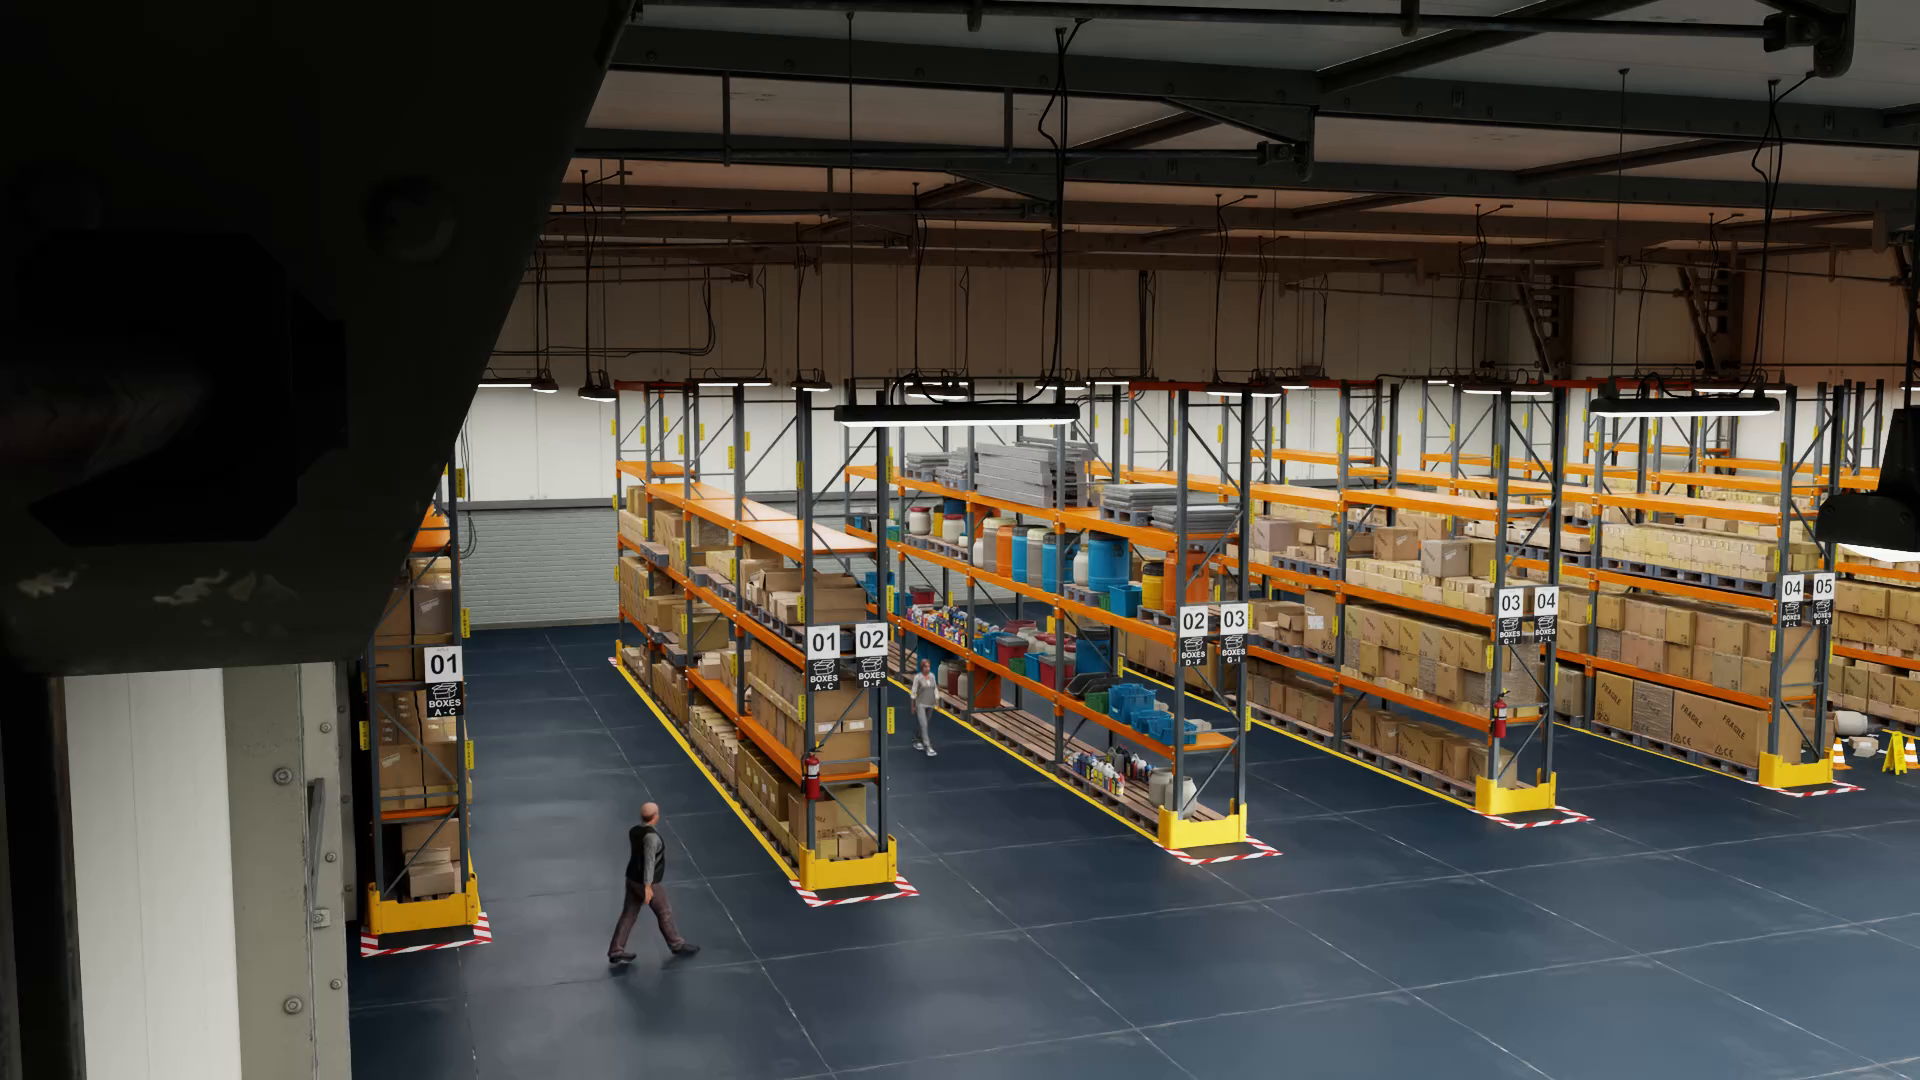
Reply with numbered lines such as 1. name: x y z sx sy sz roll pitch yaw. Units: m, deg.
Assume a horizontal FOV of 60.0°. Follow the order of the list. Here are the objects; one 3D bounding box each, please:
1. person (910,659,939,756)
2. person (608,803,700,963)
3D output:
1. person: -0.535 2.695 26.926 0.436 1.546 0.967 -4 8 -36
2. person: -3.293 3.610 17.668 0.973 1.661 0.589 -4 7 -35
